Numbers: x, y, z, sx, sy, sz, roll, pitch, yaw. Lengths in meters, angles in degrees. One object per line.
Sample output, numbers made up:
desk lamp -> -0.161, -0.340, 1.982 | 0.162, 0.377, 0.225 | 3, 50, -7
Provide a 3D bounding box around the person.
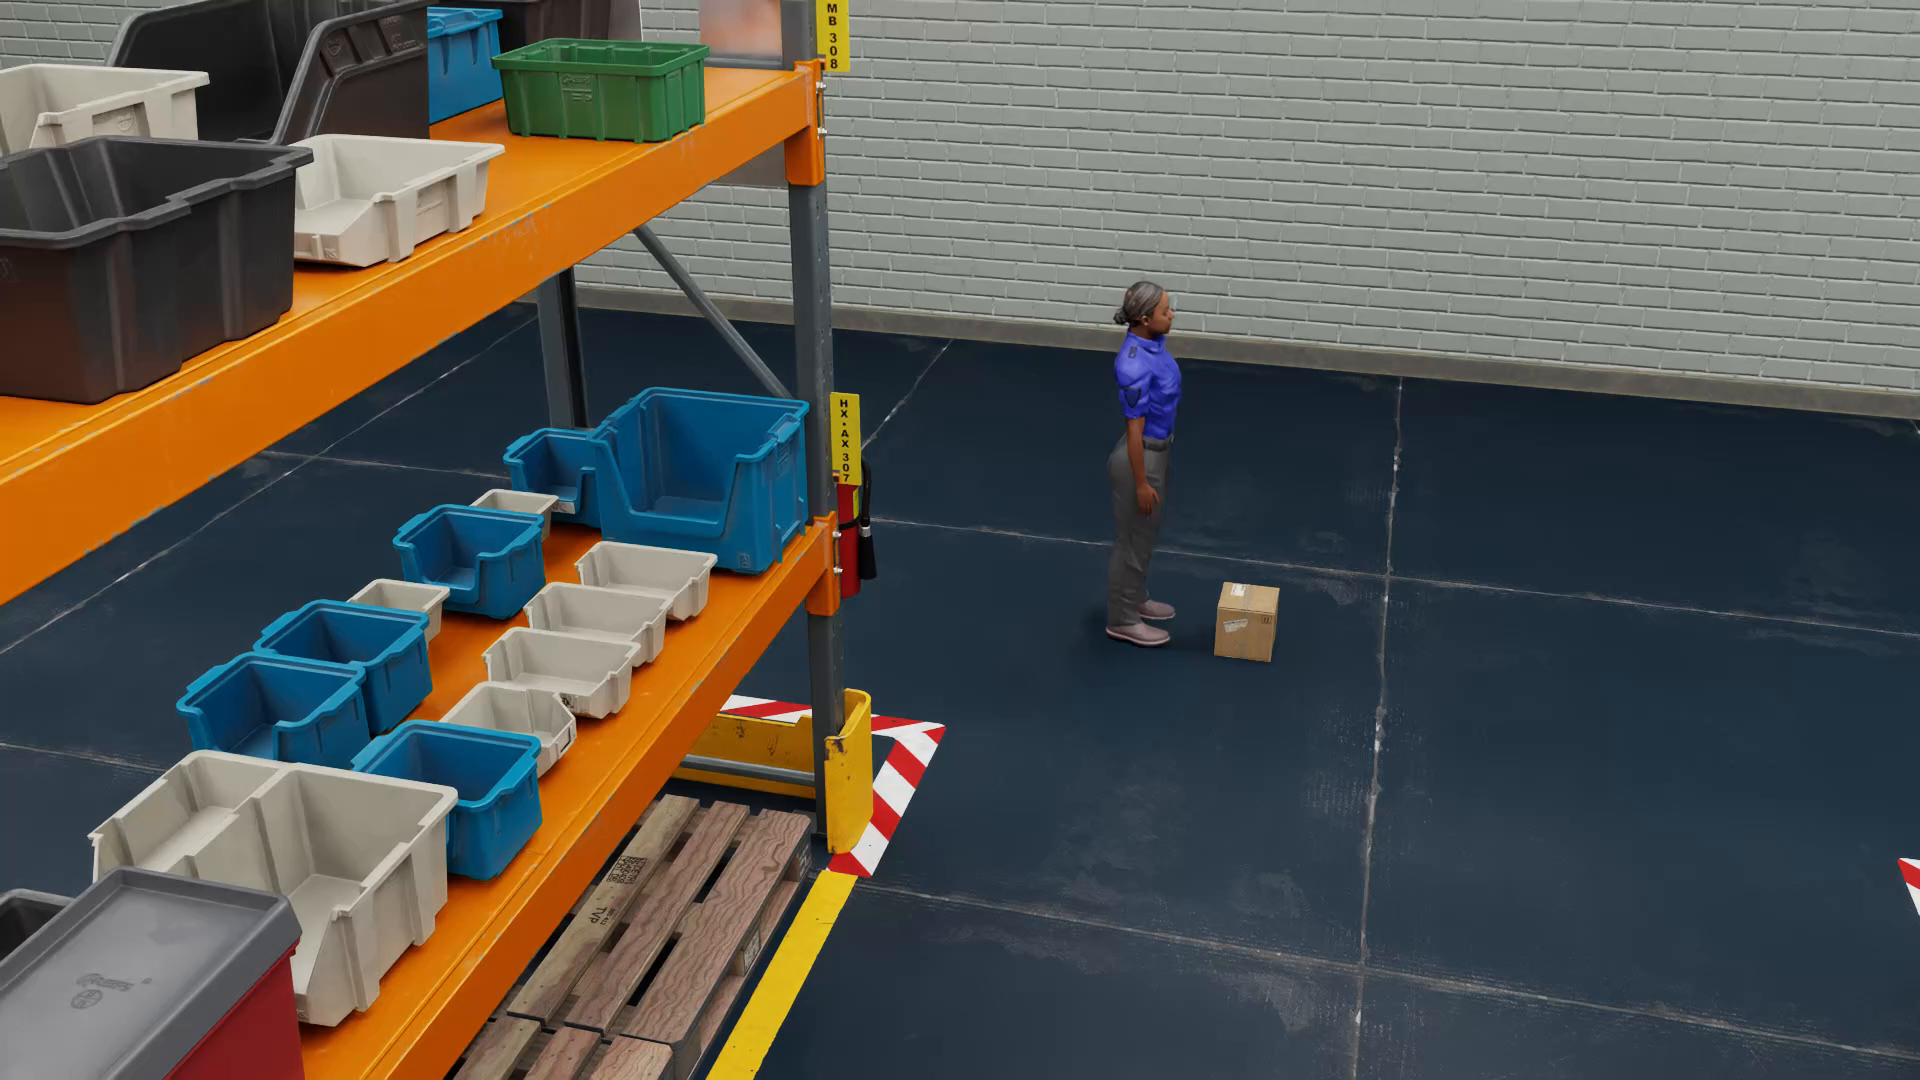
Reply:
person -> 0.816, -0.329, 7.301 | 0.330, 1.671, 0.480 | 7, 26, 14
